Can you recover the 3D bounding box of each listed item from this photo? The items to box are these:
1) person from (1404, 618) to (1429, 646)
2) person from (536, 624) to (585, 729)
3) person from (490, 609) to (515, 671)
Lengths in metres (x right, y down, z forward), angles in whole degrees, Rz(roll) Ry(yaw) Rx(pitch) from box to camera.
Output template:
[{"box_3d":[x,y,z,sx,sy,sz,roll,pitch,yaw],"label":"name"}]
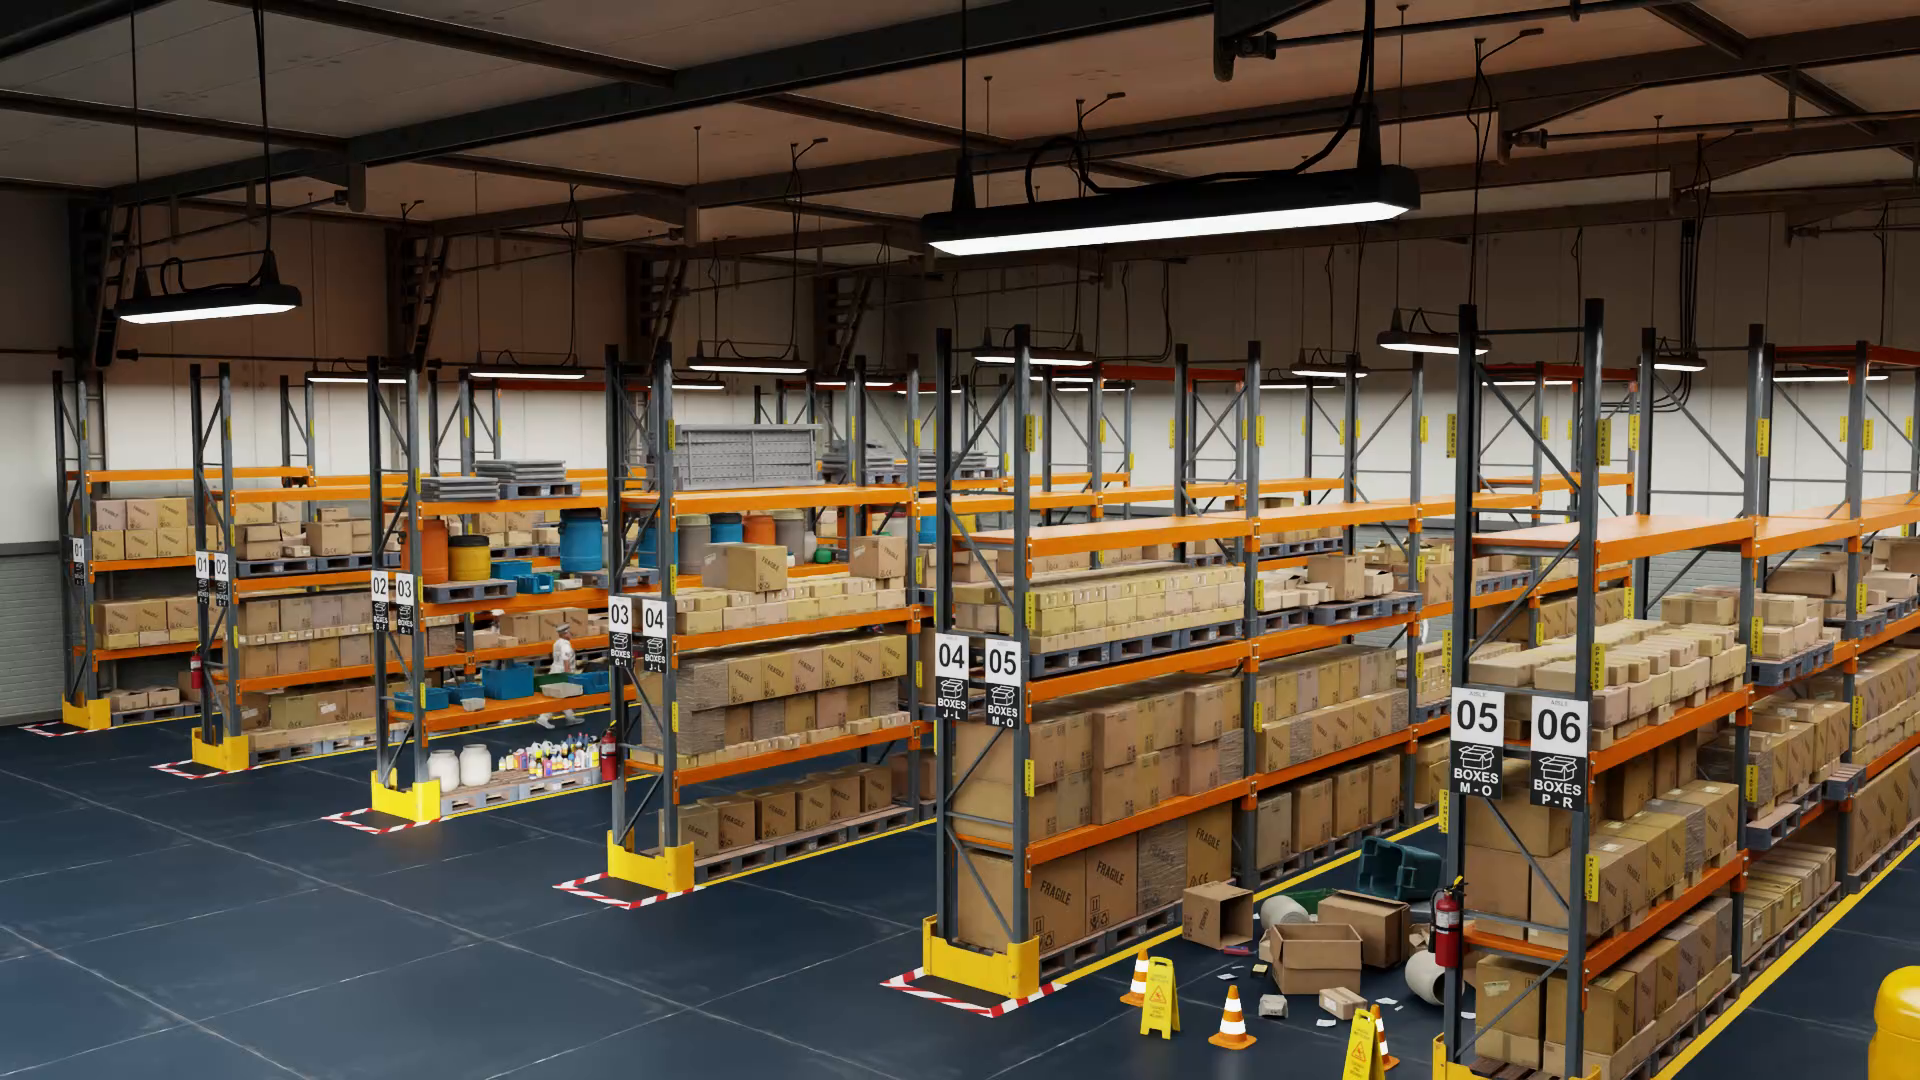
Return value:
[{"box_3d":[9.158,1.919,33.389,0.469,1.611,1.081,1,4,12],"label":"person"},{"box_3d":[-6.675,2.279,27.801,0.944,1.746,0.609,-3,5,-34],"label":"person"},{"box_3d":[-8.372,2.091,30.594,0.624,1.756,0.638,2,5,29],"label":"person"}]
